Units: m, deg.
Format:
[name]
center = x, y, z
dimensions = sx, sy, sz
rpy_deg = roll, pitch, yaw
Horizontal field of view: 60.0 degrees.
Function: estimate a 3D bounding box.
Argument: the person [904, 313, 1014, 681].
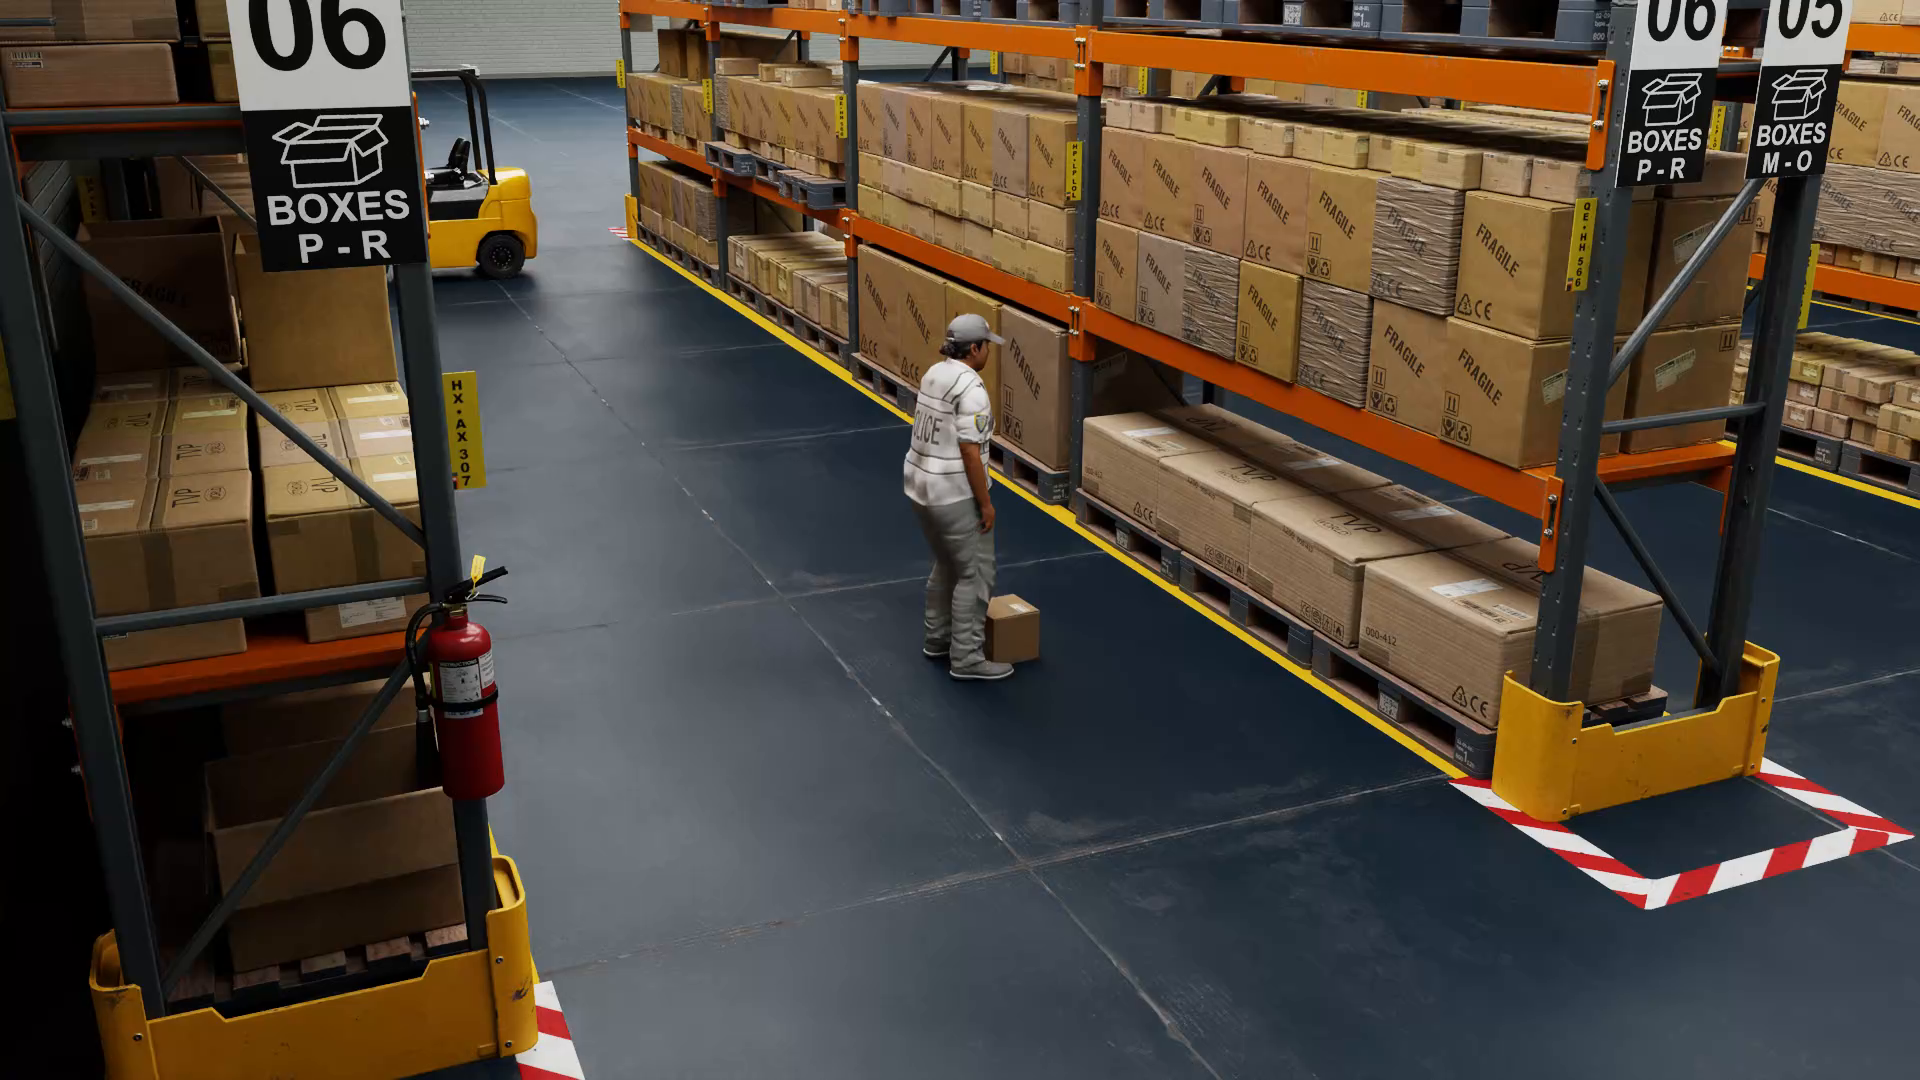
[person]
center = 0.006, -0.206, 7.654
dimensions = 0.471, 1.665, 0.563
rpy_deg = -9, 21, -25
